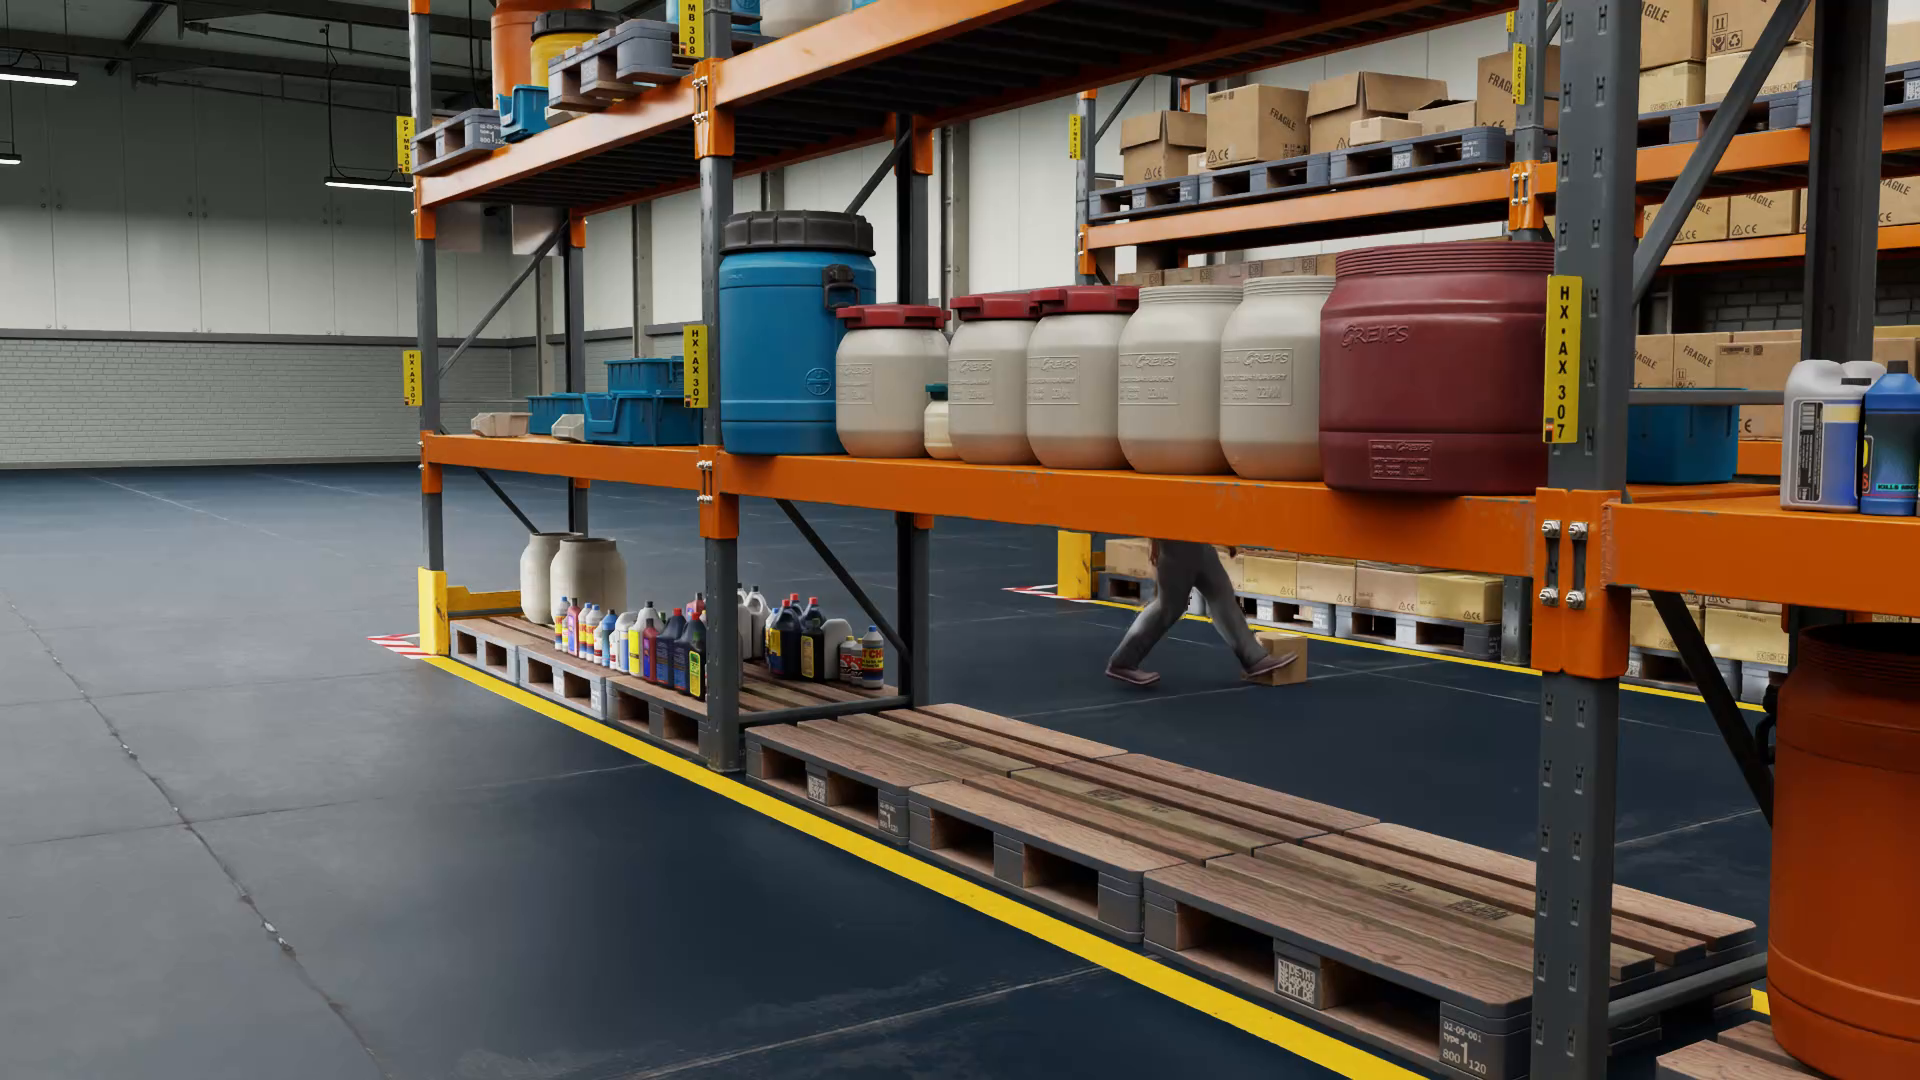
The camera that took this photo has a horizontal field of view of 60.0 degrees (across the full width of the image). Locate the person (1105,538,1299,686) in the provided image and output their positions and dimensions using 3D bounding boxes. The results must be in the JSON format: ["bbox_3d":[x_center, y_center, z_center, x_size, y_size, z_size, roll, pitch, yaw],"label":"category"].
[{"bbox_3d":[1.279,-0.038,8.717,1.039,1.591,0.433,0,5,-1],"label":"person"}]
